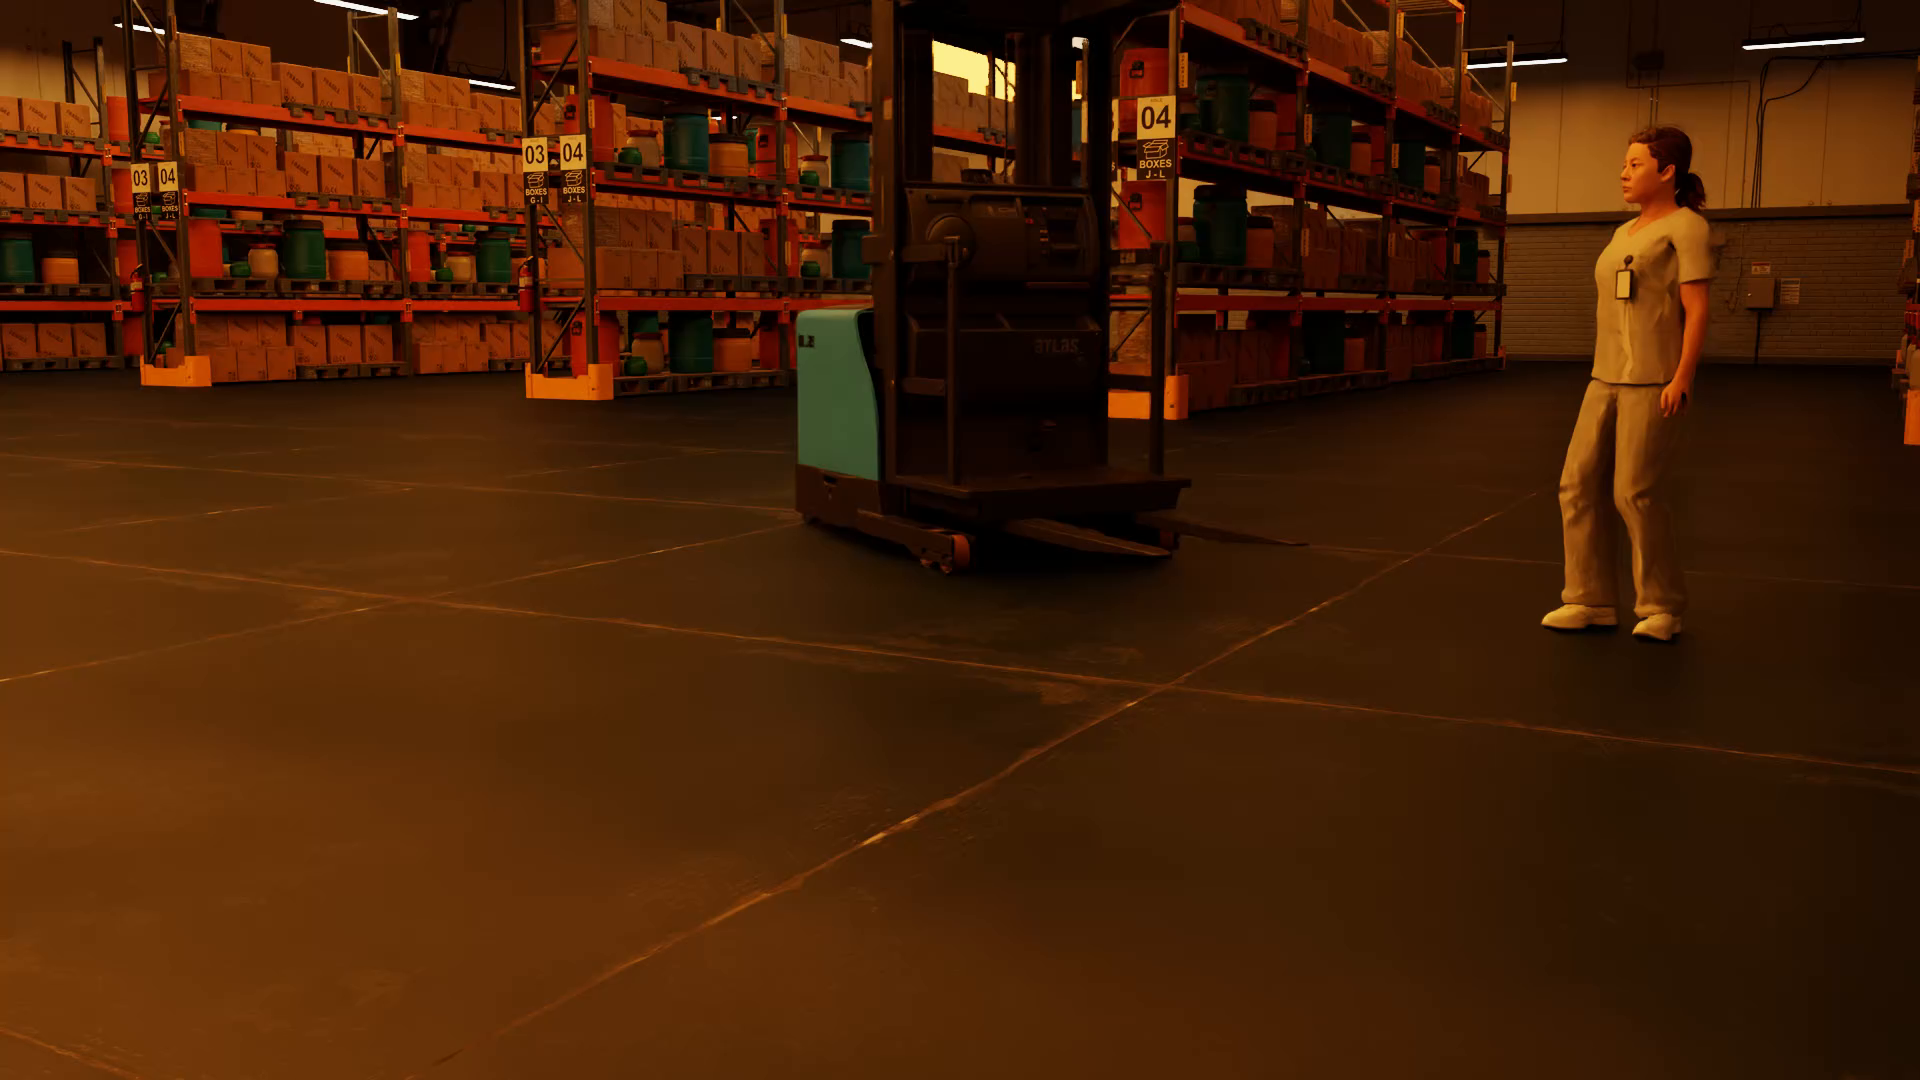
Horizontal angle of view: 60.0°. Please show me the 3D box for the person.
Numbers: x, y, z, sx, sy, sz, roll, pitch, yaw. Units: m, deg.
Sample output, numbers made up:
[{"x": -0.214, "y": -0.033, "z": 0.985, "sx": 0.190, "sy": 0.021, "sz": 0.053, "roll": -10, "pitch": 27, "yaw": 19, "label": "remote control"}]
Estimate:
[{"x": 2.208, "y": -0.503, "z": 5.436, "sx": 0.454, "sy": 1.660, "sz": 0.493, "roll": -2, "pitch": 8, "yaw": -13, "label": "person"}]

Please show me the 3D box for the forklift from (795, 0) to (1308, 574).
[{"x": 0.293, "y": -1.382, "z": 7.110, "sx": 1.130, "sy": 2.935, "sz": 3.031, "roll": -4, "pitch": 9, "yaw": -27, "label": "forklift"}]
